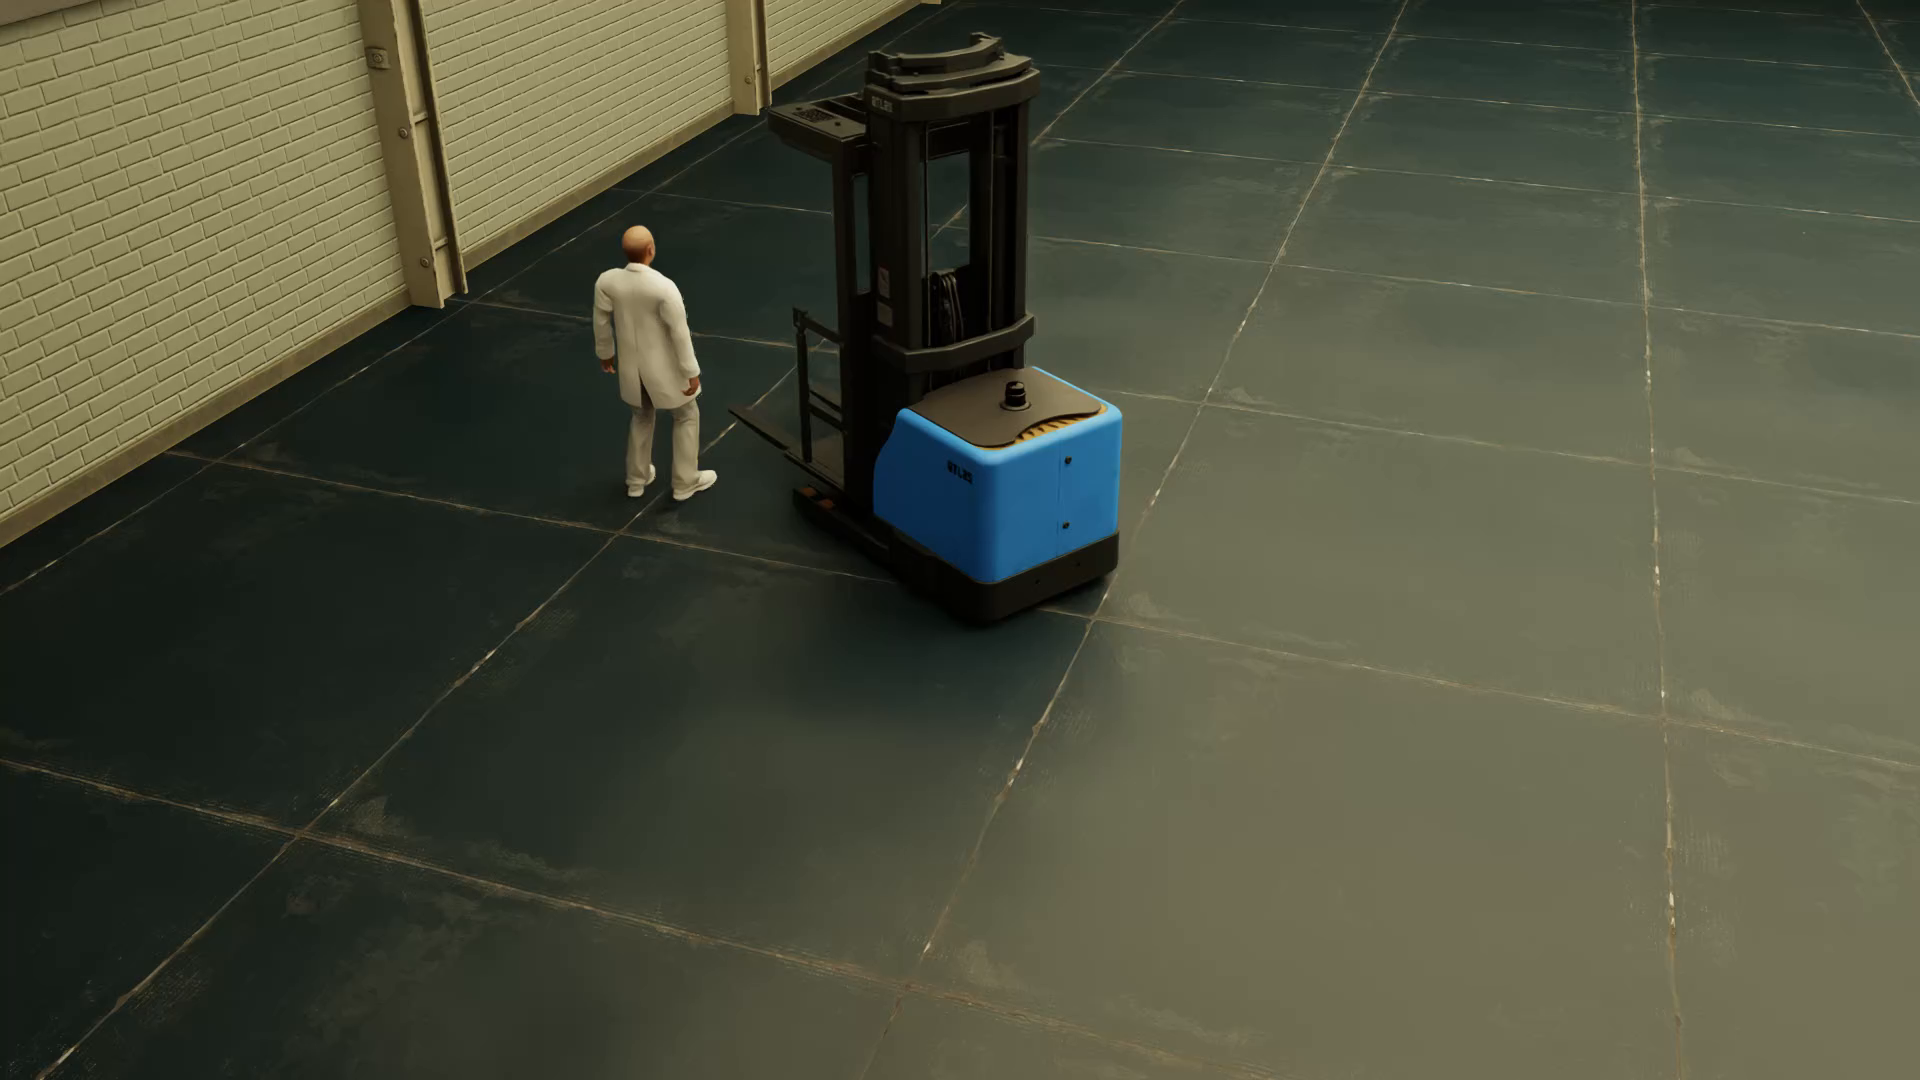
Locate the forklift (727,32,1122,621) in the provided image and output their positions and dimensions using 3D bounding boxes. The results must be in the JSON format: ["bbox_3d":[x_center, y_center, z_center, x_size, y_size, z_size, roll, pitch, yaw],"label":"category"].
[{"bbox_3d":[-0.384,-1.493,9.756,1.130,2.935,3.031,-21,36,-32],"label":"forklift"}]

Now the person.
[{"bbox_3d":[-1.886,-1.103,10.256,0.724,1.766,0.440,11,31,18],"label":"person"}]
